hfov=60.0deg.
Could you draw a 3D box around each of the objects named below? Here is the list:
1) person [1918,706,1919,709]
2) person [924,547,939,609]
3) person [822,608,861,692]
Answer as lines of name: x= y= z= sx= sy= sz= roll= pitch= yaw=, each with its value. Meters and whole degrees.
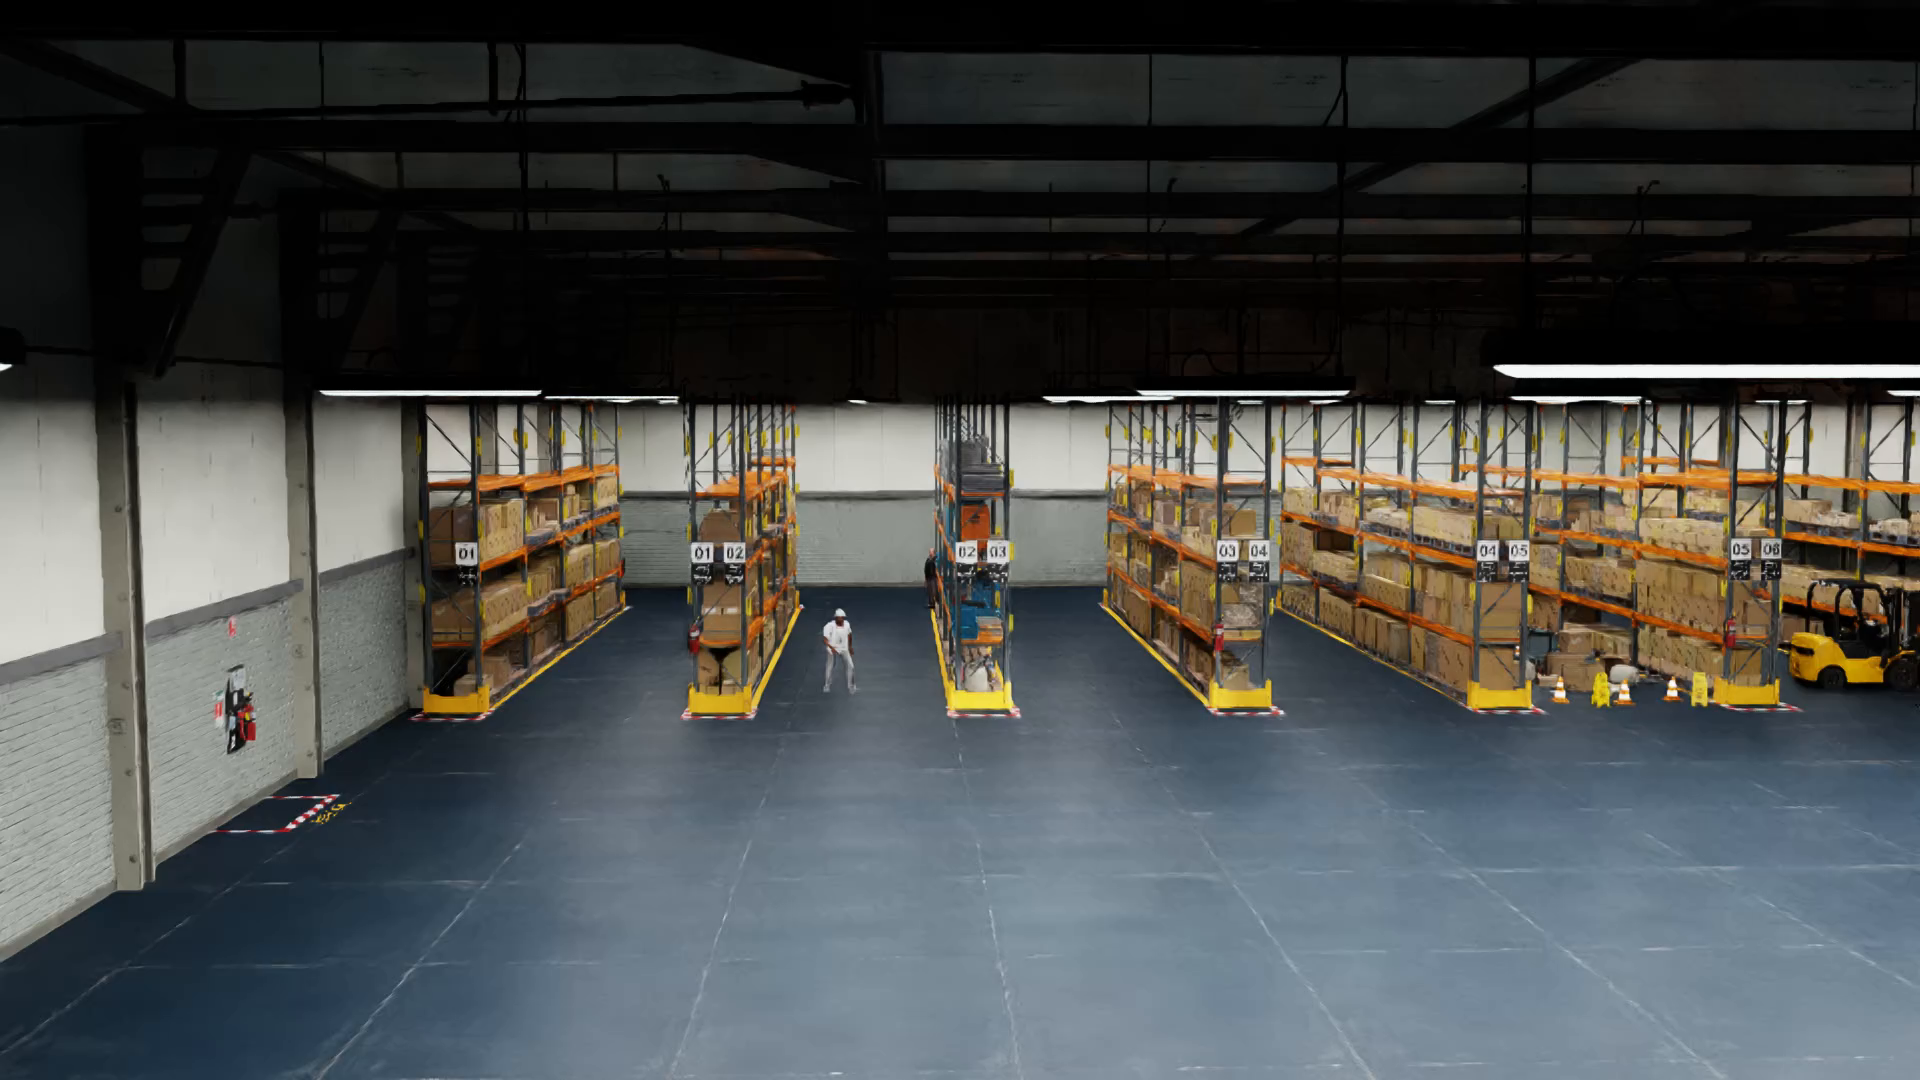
person: x=18.444 y=2.339 z=31.424 sx=0.634 sy=1.737 sz=0.585 roll=-3 pitch=6 yaw=-35
person: x=-0.757 y=1.077 z=46.466 sx=0.579 sy=1.693 sz=0.424 roll=5 pitch=6 yaw=45
person: x=-2.440 y=2.197 z=33.297 sx=0.711 sy=1.695 sz=0.815 roll=-2 pitch=5 yaw=-21
